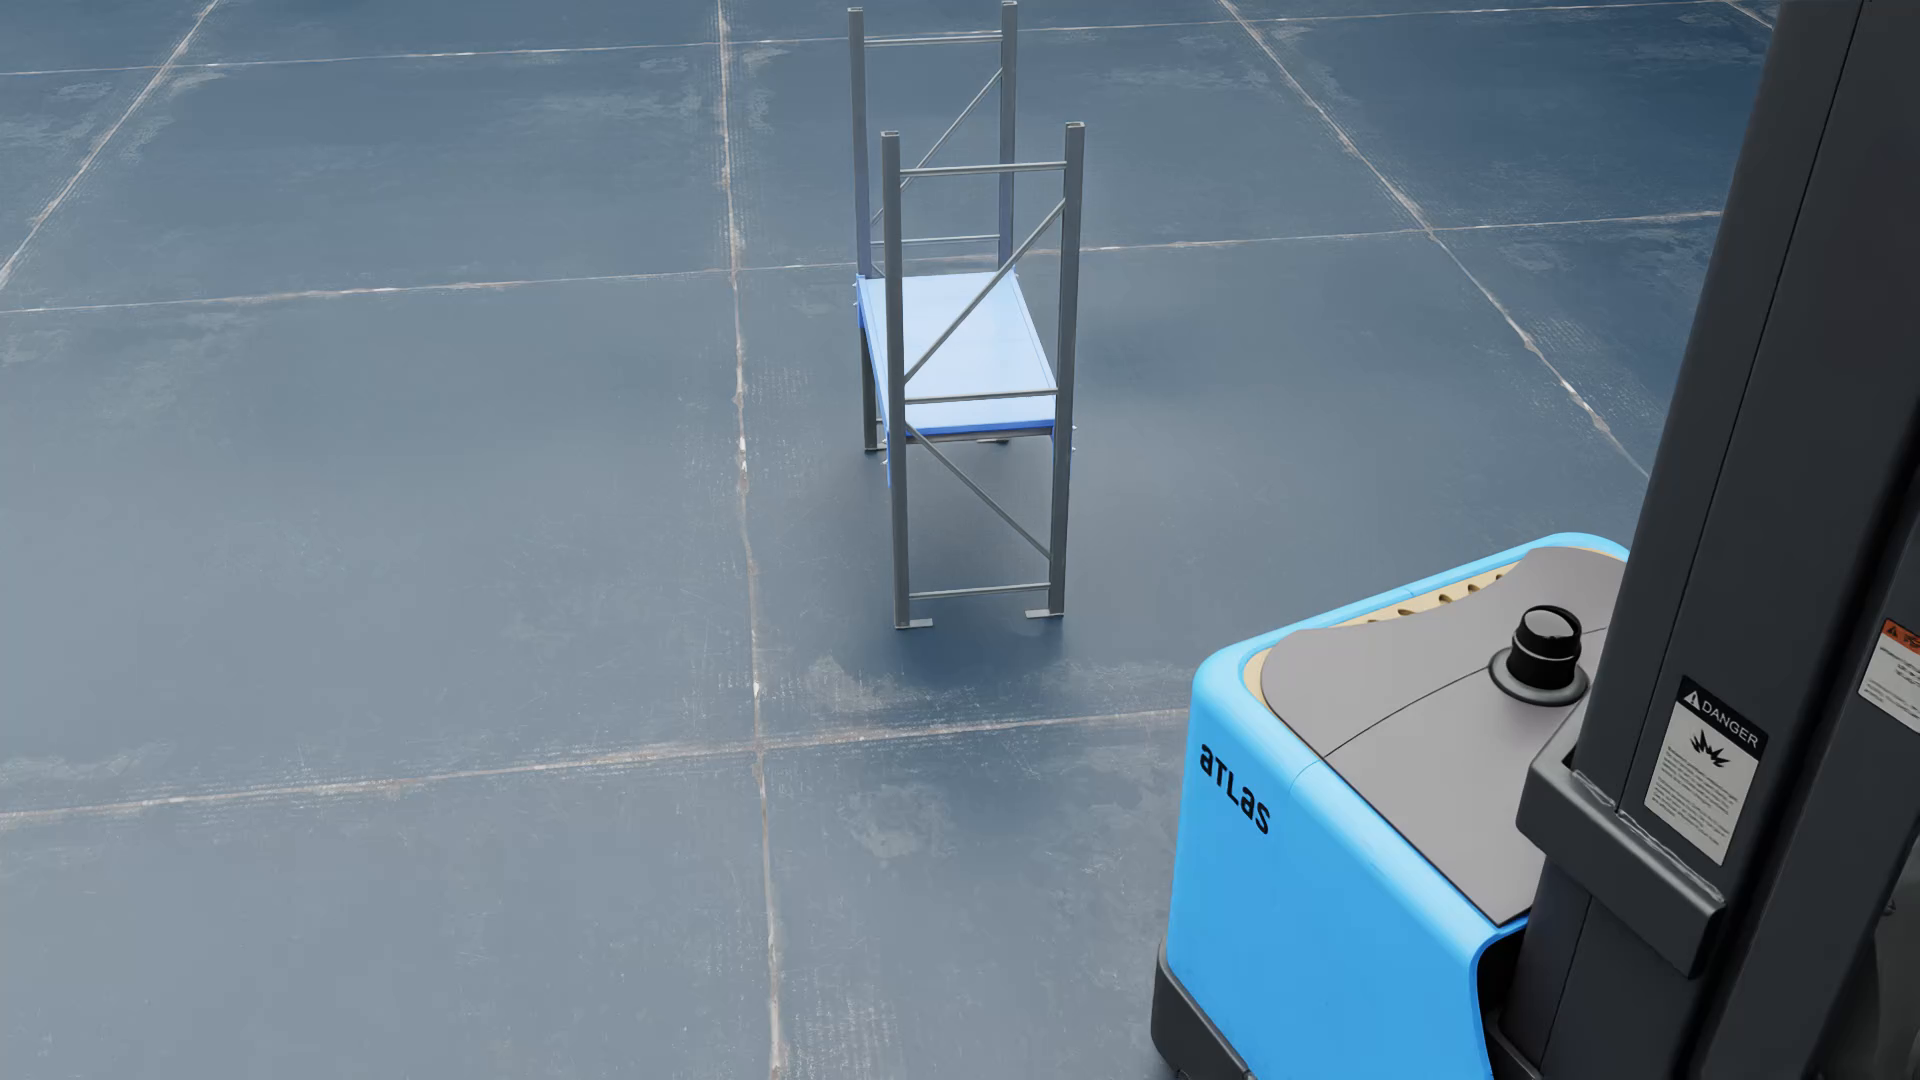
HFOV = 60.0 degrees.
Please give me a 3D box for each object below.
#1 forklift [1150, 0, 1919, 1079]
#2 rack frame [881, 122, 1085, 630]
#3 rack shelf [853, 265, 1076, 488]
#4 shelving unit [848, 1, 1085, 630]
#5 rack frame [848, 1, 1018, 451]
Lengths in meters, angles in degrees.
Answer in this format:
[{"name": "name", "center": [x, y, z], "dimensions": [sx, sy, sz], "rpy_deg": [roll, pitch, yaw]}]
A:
[{"name": "forklift", "center": [1.537, 0.500, 1.913], "dimensions": [1.130, 2.935, 3.031], "rpy_deg": [-16, 38, -22]}, {"name": "rack frame", "center": [0.057, -0.384, 4.481], "dimensions": [0.500, 1.500, 0.032], "rpy_deg": [-4, 35, -6]}, {"name": "rack shelf", "center": [-0.011, -0.519, 4.999], "dimensions": [0.538, 0.185, 1.000], "rpy_deg": [-4, 35, -6]}, {"name": "shelving unit", "center": [-0.011, -0.667, 4.897], "dimensions": [0.538, 1.500, 1.048], "rpy_deg": [-4, 35, -6]}, {"name": "rack frame", "center": [-0.080, -0.951, 5.314], "dimensions": [0.500, 1.500, 0.032], "rpy_deg": [-4, 35, -6]}]
